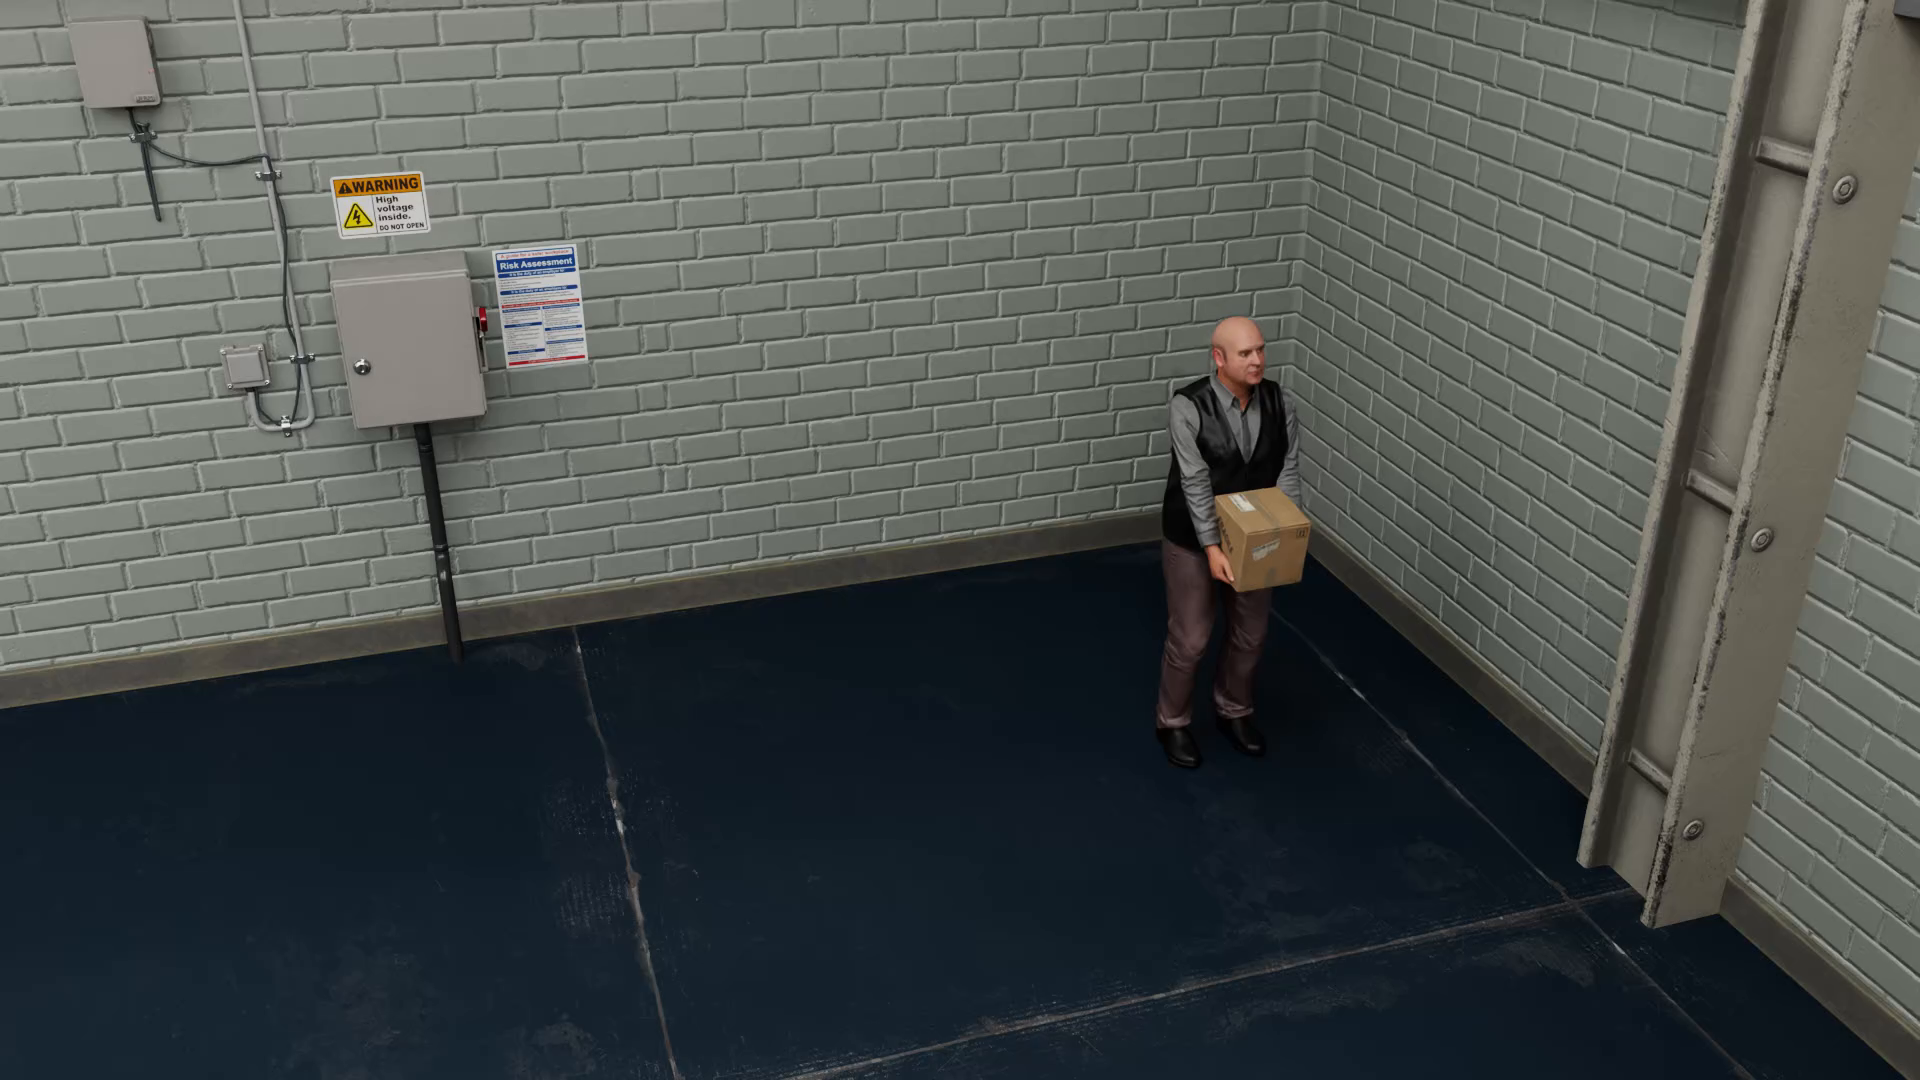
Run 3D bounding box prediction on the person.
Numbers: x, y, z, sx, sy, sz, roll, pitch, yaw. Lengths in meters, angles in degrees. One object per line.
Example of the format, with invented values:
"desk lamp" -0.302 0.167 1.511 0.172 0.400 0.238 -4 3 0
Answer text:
"person" 1.002 0.045 6.054 0.495 1.718 0.550 -8 27 -16
